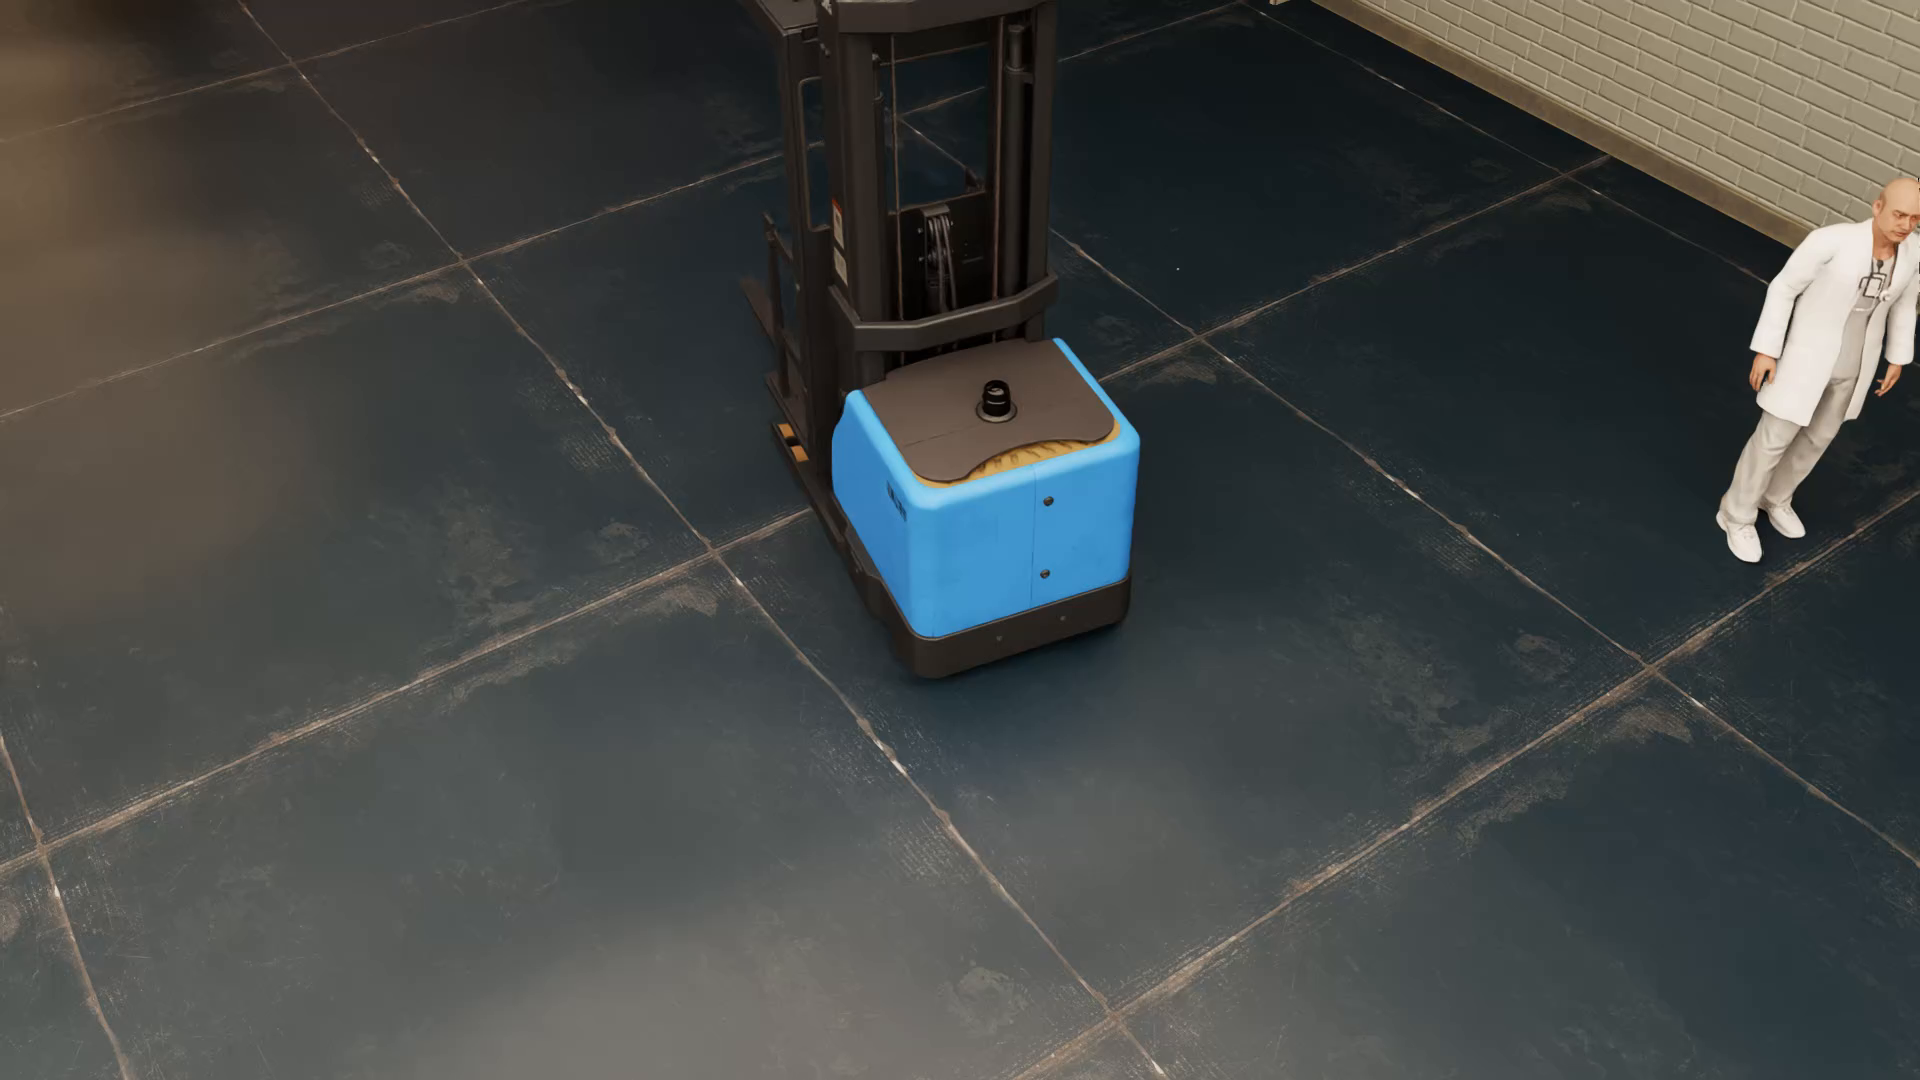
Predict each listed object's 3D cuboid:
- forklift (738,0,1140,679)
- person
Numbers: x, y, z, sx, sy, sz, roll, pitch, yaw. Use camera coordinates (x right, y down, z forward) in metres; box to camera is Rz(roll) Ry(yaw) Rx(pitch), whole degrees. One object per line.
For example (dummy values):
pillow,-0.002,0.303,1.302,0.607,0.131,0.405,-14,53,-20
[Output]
forklift,-0.295,-1.490,7.332,1.130,2.935,3.031,-16,45,-17
person,3.879,-0.730,7.356,0.730,1.782,0.571,-4,43,-4
